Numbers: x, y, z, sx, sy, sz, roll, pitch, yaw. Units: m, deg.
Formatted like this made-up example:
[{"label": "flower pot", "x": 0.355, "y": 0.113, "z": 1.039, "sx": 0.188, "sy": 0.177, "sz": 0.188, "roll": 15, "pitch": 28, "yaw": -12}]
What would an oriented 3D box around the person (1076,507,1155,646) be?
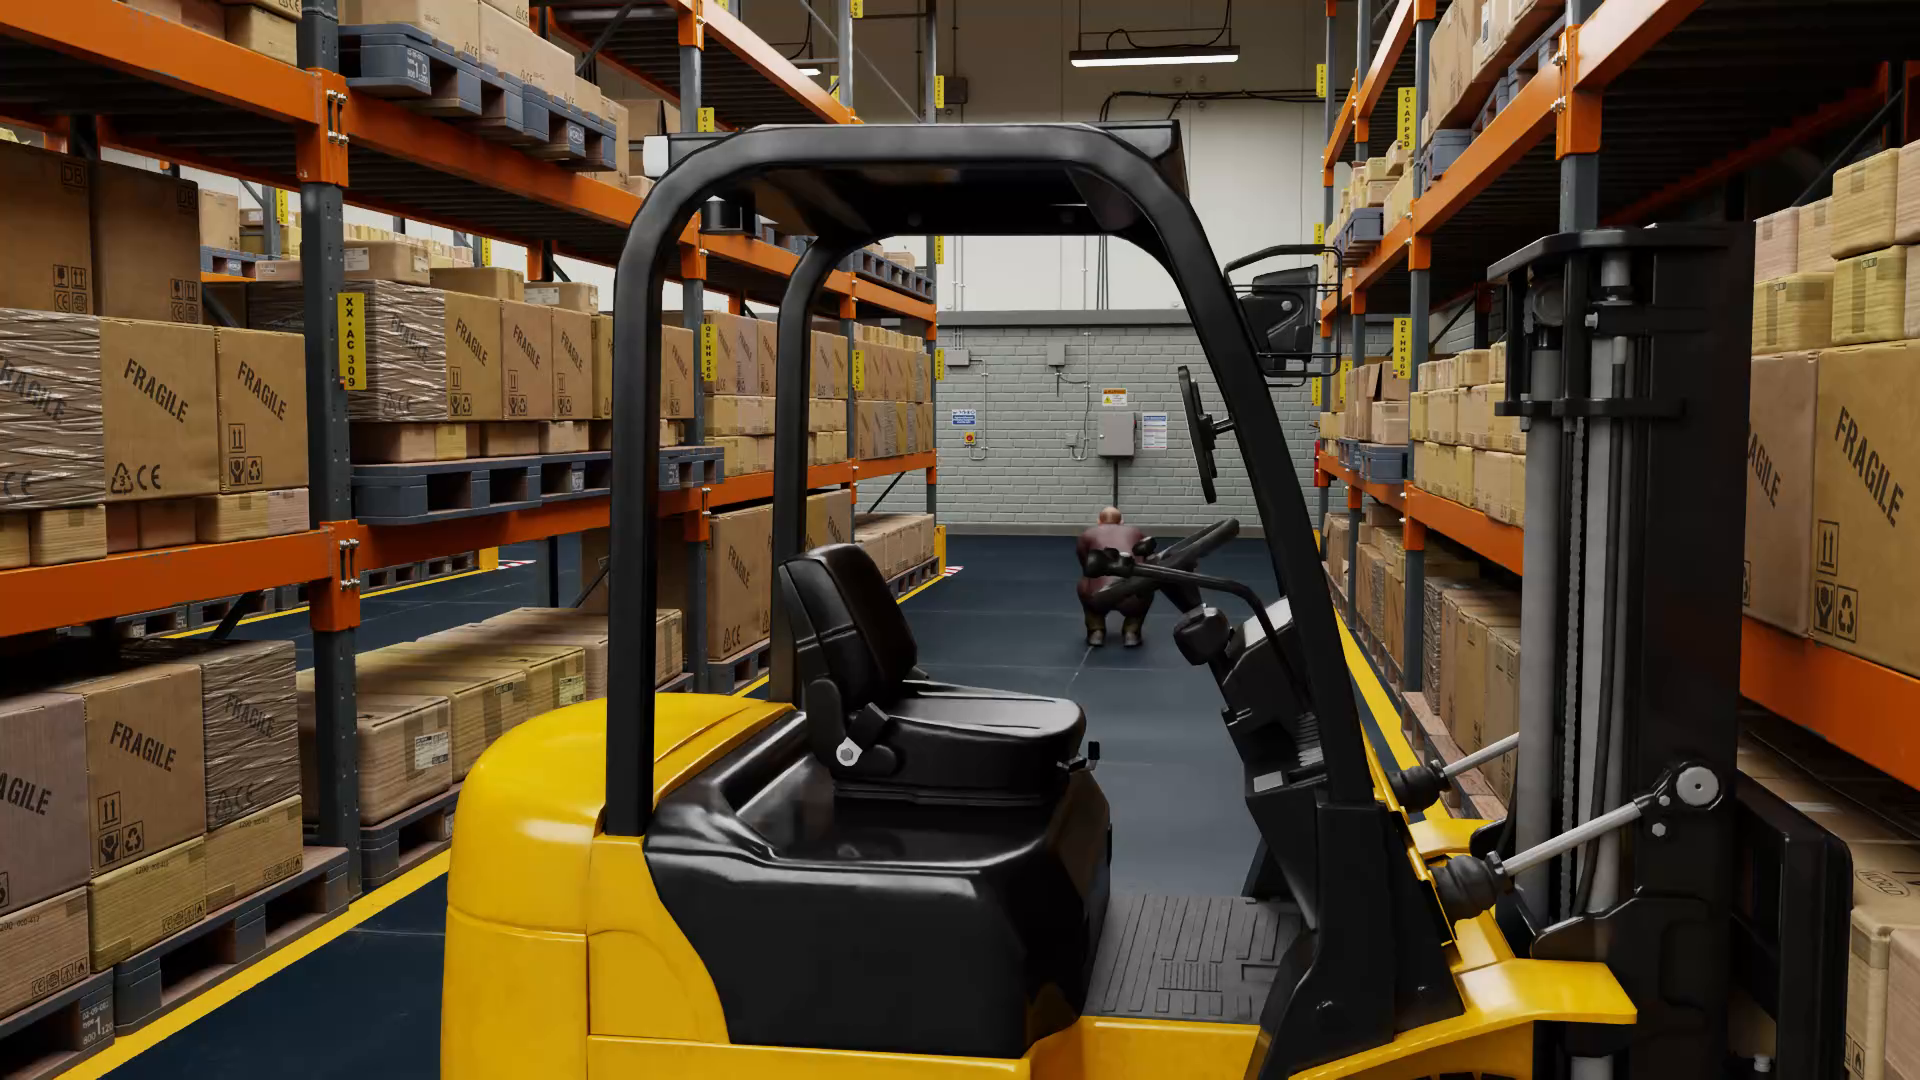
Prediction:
[{"label": "person", "x": 1.157, "y": 0.261, "z": 12.357, "sx": 0.591, "sy": 0.995, "sz": 0.905, "roll": 1, "pitch": 4, "yaw": 8}]
